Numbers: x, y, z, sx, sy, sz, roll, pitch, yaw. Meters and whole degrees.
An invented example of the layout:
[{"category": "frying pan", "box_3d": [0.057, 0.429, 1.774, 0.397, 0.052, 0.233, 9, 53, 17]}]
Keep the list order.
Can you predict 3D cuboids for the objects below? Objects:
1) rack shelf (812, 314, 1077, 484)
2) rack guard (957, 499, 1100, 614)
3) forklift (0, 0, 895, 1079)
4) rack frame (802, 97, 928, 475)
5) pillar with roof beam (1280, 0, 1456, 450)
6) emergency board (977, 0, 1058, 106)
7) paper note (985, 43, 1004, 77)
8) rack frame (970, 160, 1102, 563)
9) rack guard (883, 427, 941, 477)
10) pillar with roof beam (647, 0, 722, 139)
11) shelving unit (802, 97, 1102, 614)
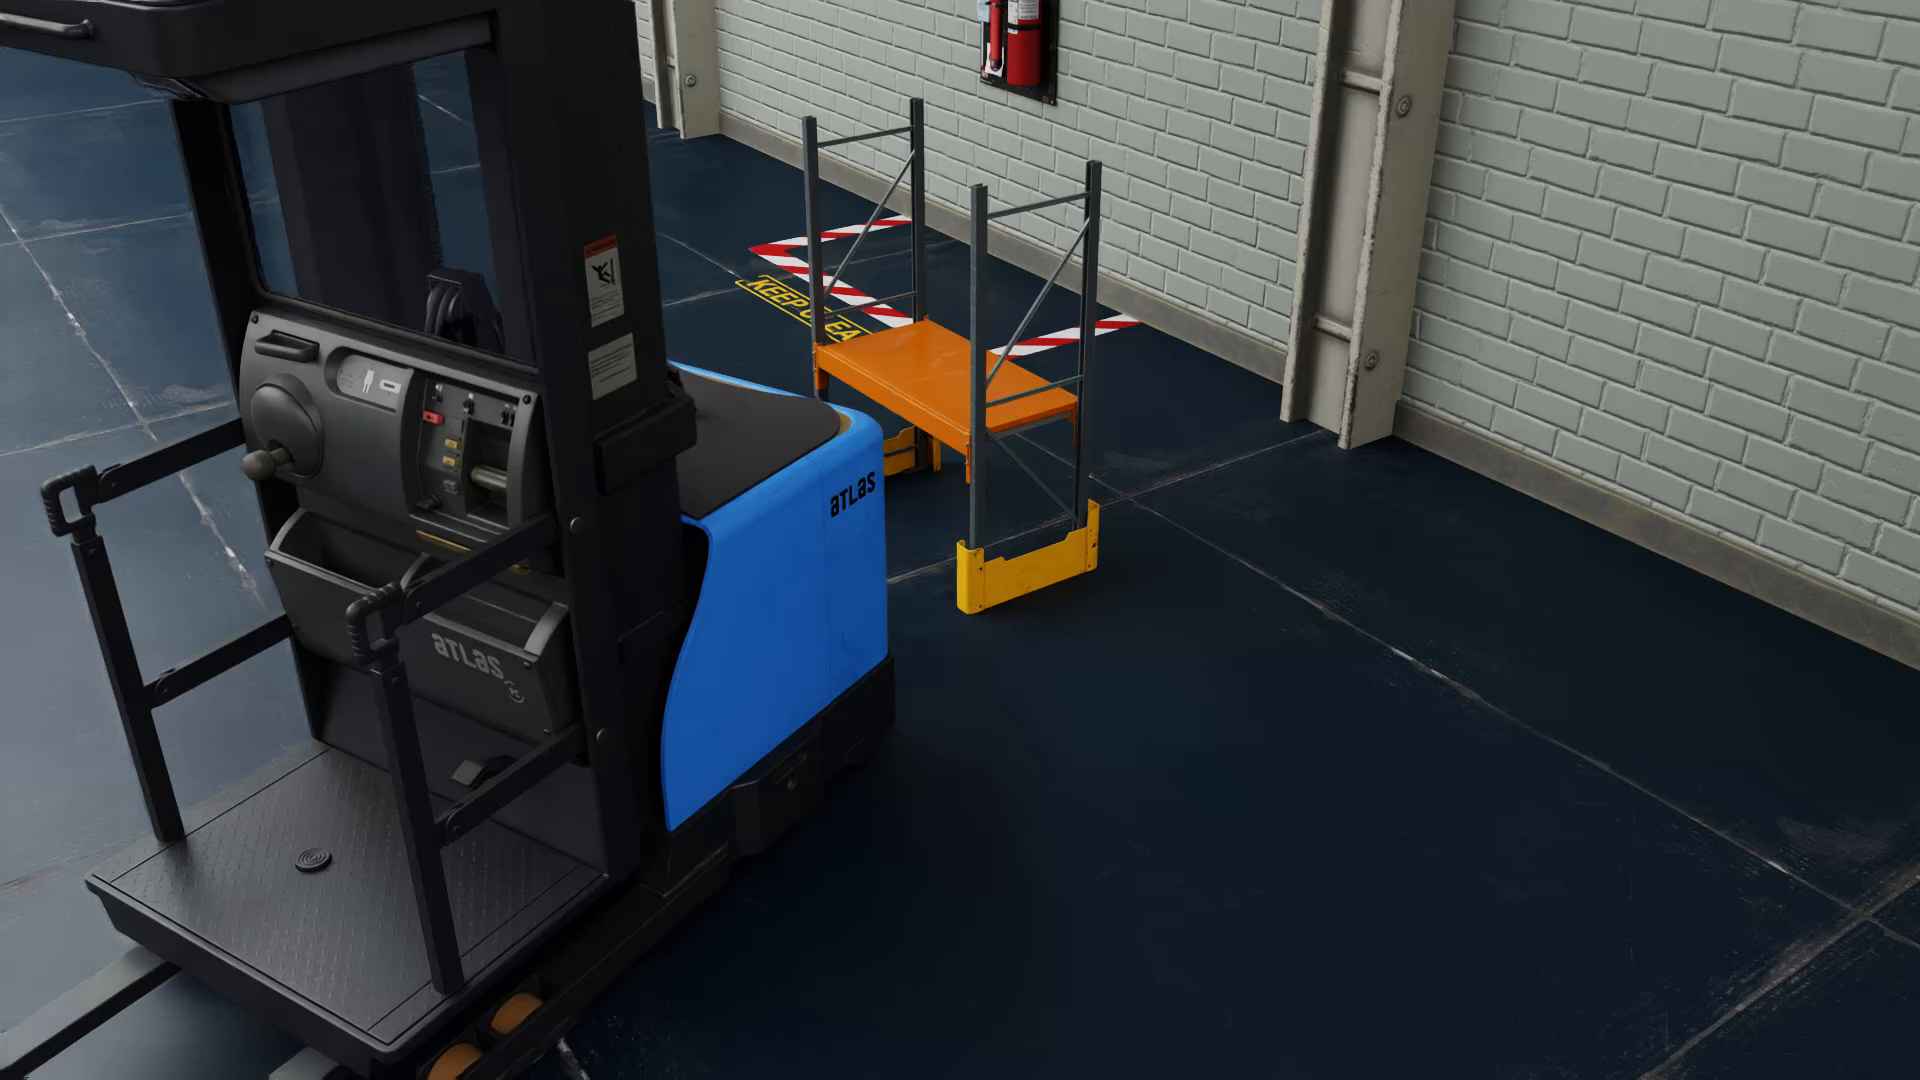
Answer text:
[{"category": "rack shelf", "box_3d": [-0.049, -0.534, 6.039, 0.538, 0.185, 1.000, -19, 34, -31]}, {"category": "rack guard", "box_3d": [0.245, 0.054, 5.888, 0.587, 0.250, 0.087, -19, 34, -31]}, {"category": "forklift", "box_3d": [-1.409, -0.218, 3.581, 1.130, 2.935, 3.031, 17, 33, 28]}, {"category": "rack frame", "box_3d": [-0.344, -0.890, 6.317, 0.500, 1.500, 0.032, -19, 34, -31]}, {"category": "pillar with roof beam", "box_3d": [-1.881, -3.258, 2.820, 9.100, 9.000, 0.400, -19, 34, -31]}, {"category": "emergency board", "box_3d": [0.224, -2.785, 8.235, 0.194, 1.169, 0.643, -19, 34, -31]}, {"category": "paper note", "box_3d": [0.177, -2.486, 8.607, 0.016, 0.148, 0.142, -19, 34, -31]}, {"category": "rack frame", "box_3d": [0.245, -0.495, 5.589, 0.500, 1.500, 0.032, -19, 34, -31]}, {"category": "rack guard", "box_3d": [-0.333, -0.333, 6.601, 0.587, 0.250, 0.087, -19, 34, -31]}, {"category": "pillar with roof beam", "box_3d": [-5.361, -5.591, 7.115, 9.100, 9.000, 0.400, -19, 34, -31]}, {"category": "shelving unit", "box_3d": [-0.044, -0.689, 5.947, 0.587, 1.500, 1.083, -19, 34, -31]}]
